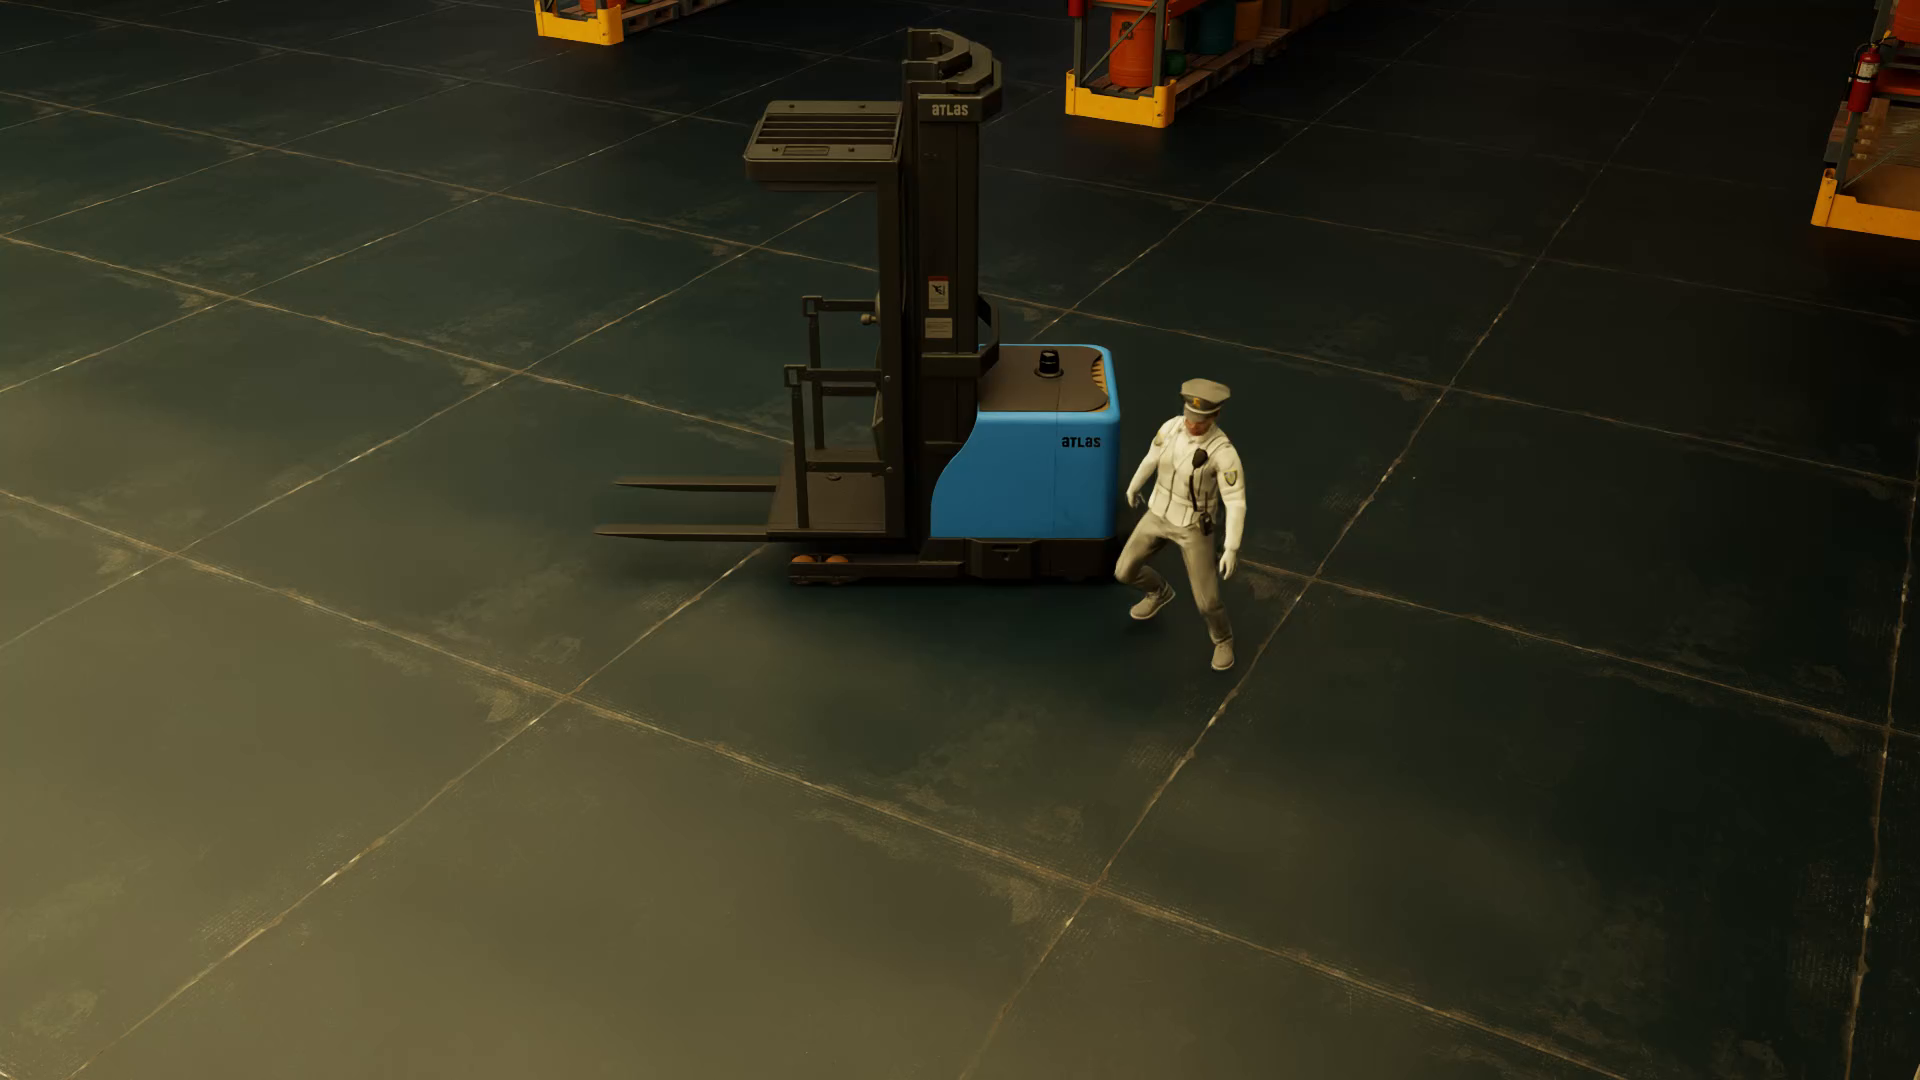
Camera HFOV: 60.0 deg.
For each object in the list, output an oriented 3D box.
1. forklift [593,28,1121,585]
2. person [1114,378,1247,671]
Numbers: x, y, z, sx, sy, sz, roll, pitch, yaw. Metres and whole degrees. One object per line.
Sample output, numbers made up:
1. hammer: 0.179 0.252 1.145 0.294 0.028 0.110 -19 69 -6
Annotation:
1. forklift: -0.610 -1.275 9.279 3.031 2.935 1.130 0 30 1
2. person: 1.146 -0.110 8.638 0.471 1.580 0.828 -25 38 -36
